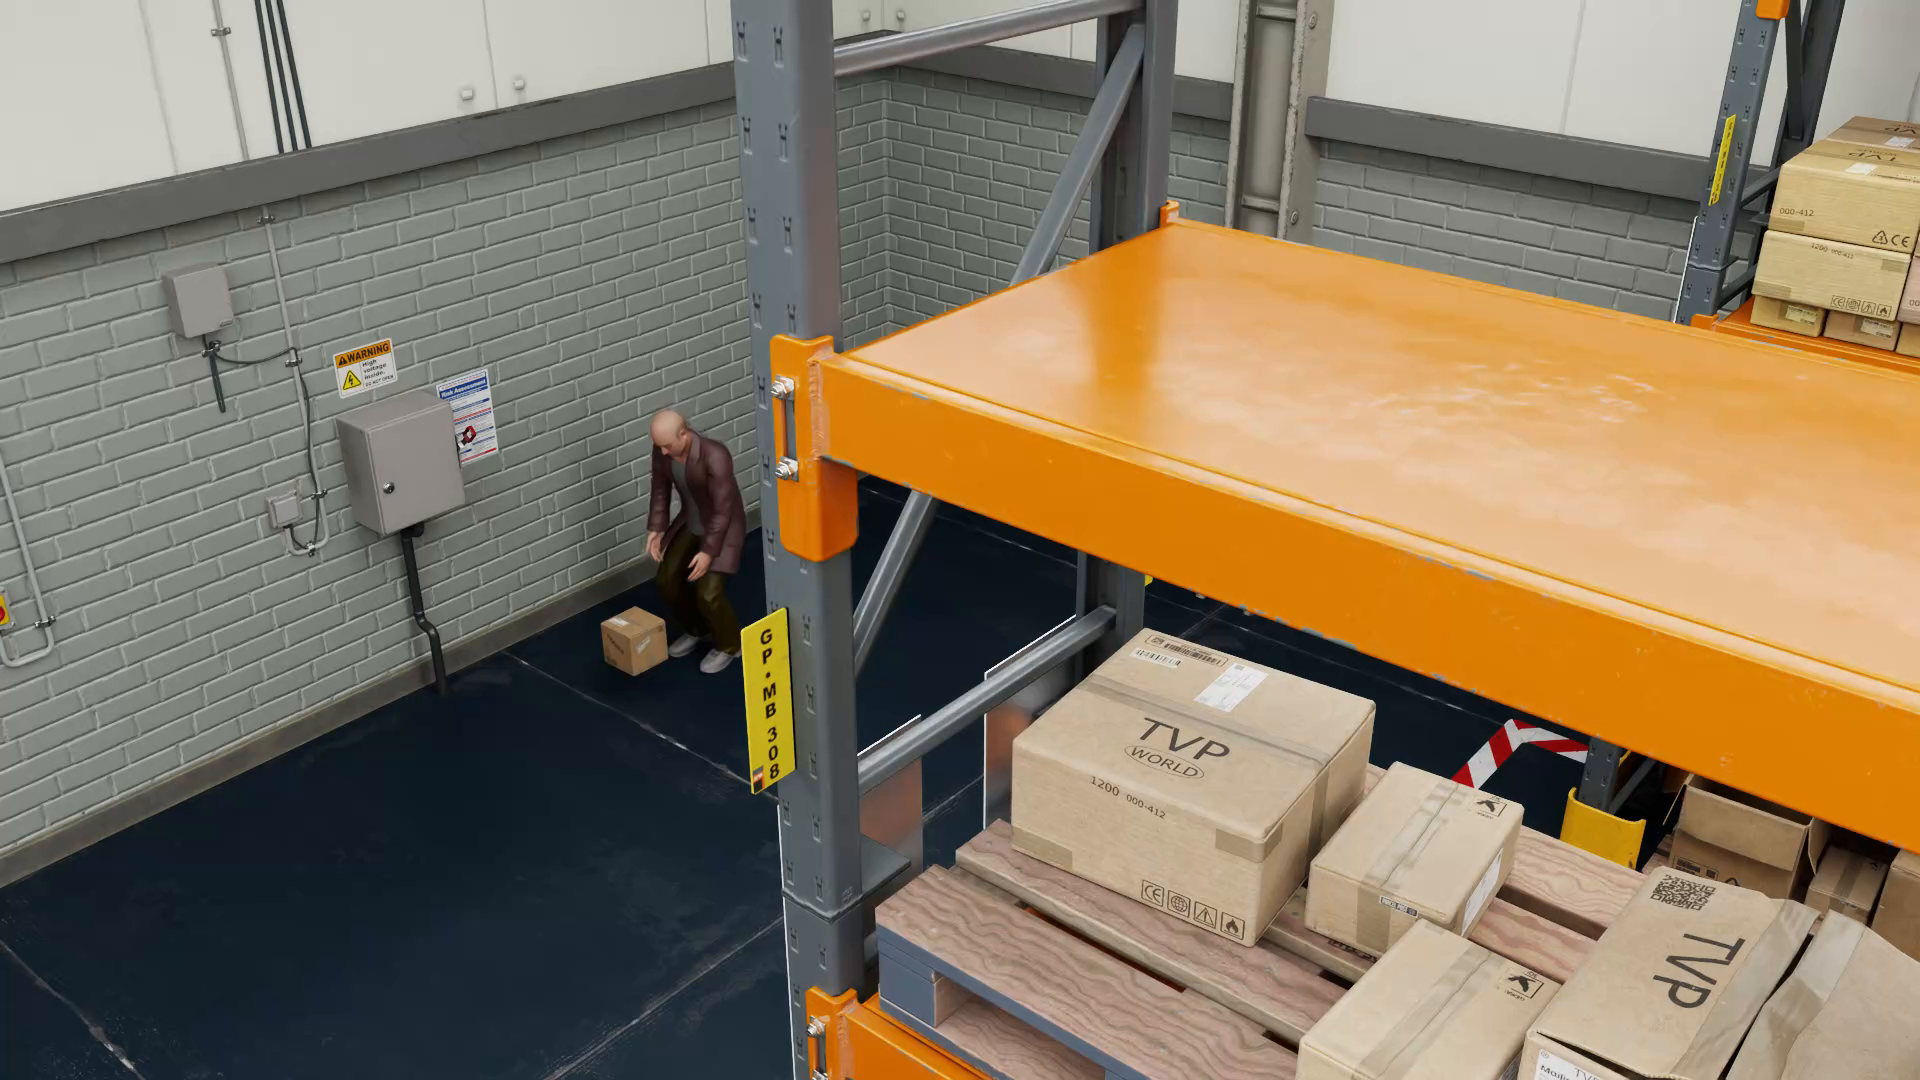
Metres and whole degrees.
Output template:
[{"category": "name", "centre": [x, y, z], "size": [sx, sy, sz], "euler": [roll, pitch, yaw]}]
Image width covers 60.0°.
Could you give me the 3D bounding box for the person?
[{"category": "person", "centre": [-1.476, 0.088, 9.347], "size": [0.633, 1.365, 0.739], "euler": [21, 33, 35]}]
